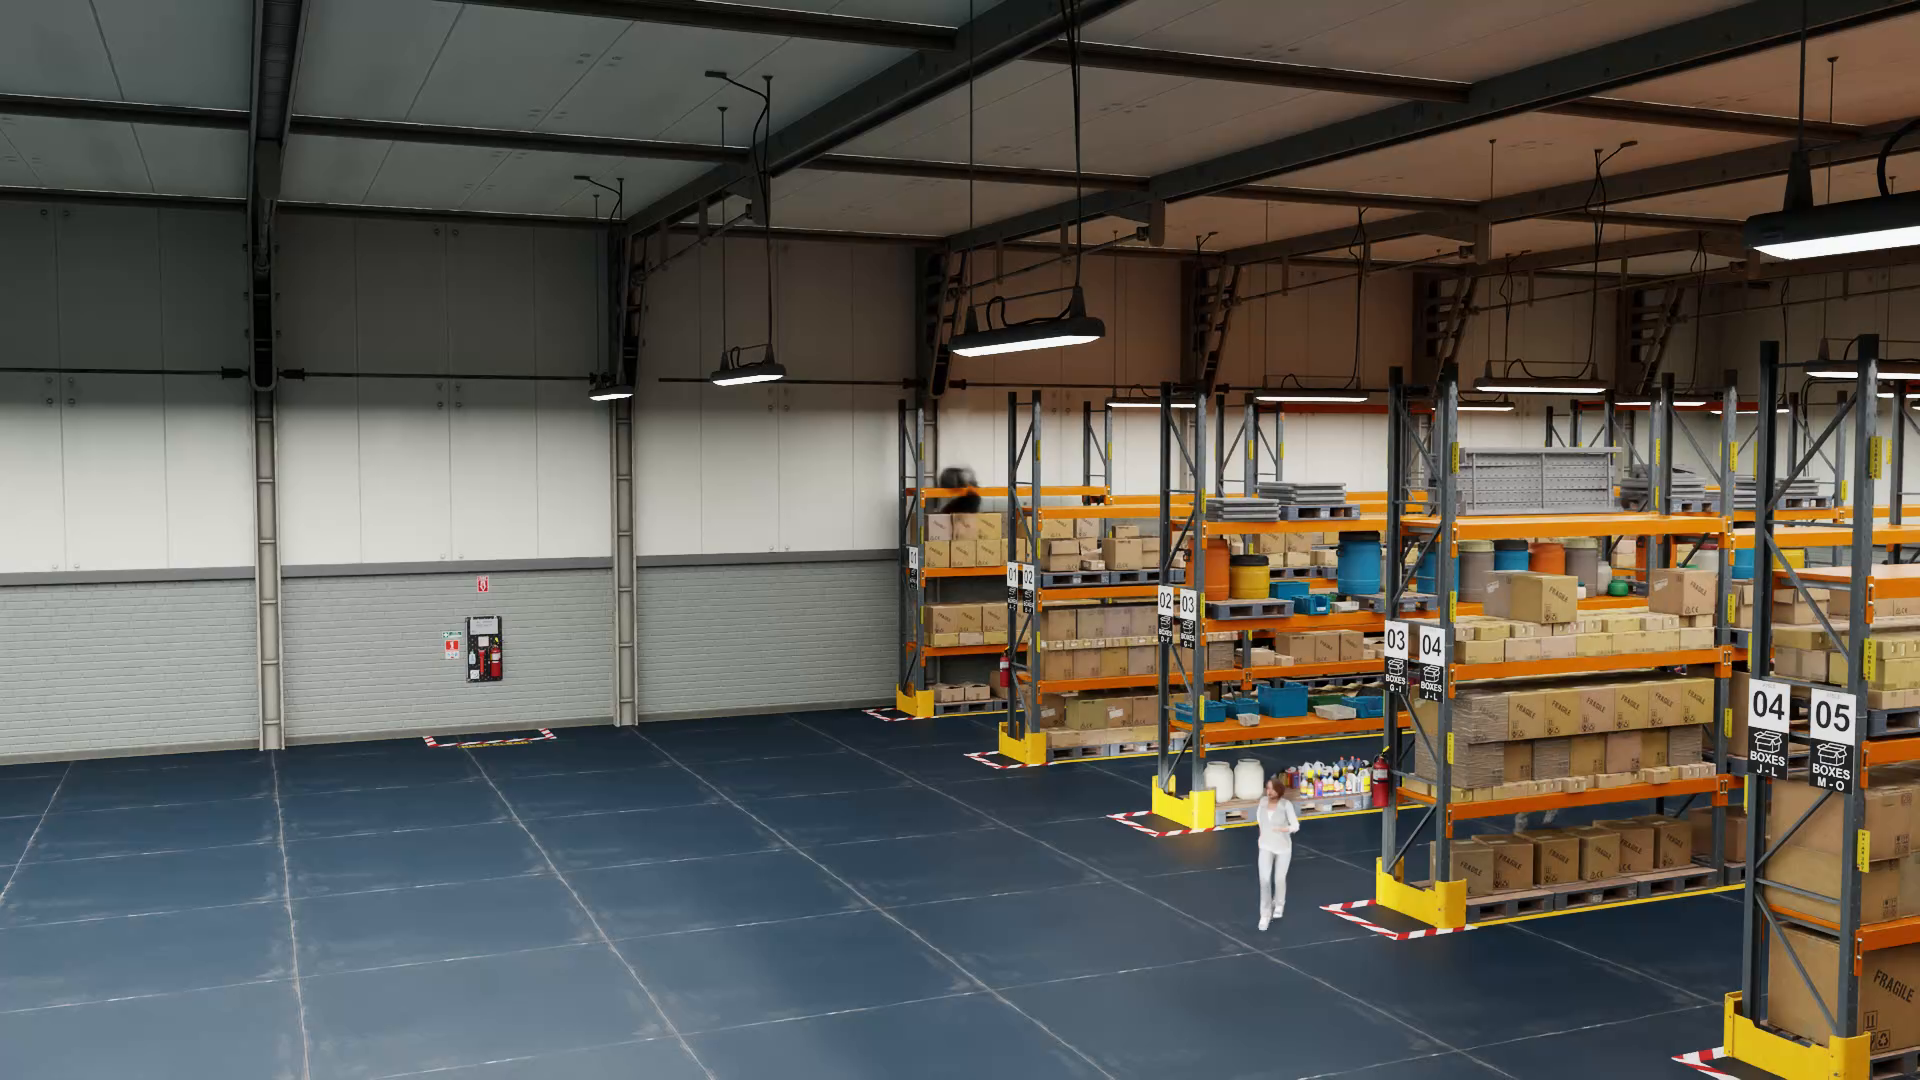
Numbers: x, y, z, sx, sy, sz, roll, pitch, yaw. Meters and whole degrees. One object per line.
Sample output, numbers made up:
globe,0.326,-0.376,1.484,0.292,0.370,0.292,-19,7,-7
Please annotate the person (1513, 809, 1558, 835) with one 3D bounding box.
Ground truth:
person,7.618,3.014,22.039,1.006,1.774,0.694,-2,4,-34

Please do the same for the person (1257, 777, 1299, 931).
person,3.369,3.346,17.717,0.506,1.630,0.704,1,4,23
